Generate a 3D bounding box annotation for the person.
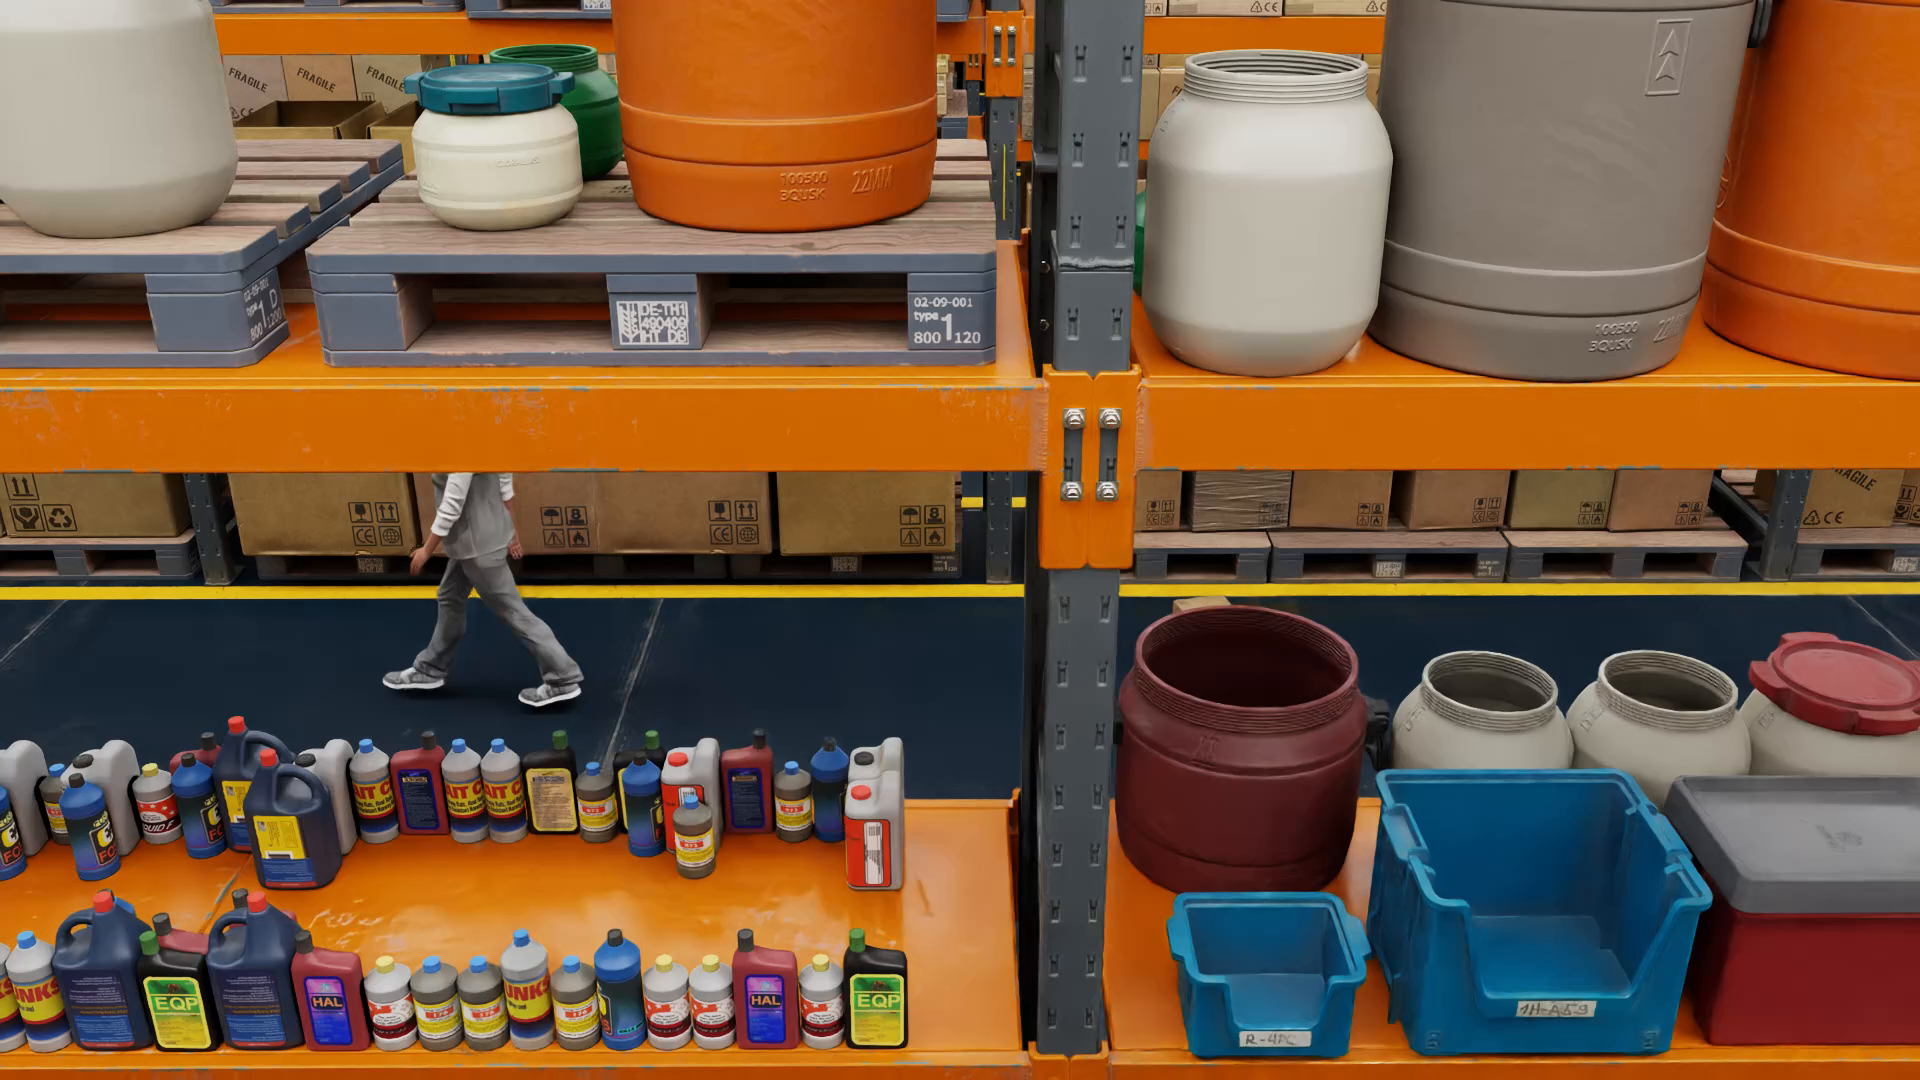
[{"bbox_3d":[-2.127,0.001,7.085,0.920,1.544,0.419,-1,25,-3],"label":"person"}]
